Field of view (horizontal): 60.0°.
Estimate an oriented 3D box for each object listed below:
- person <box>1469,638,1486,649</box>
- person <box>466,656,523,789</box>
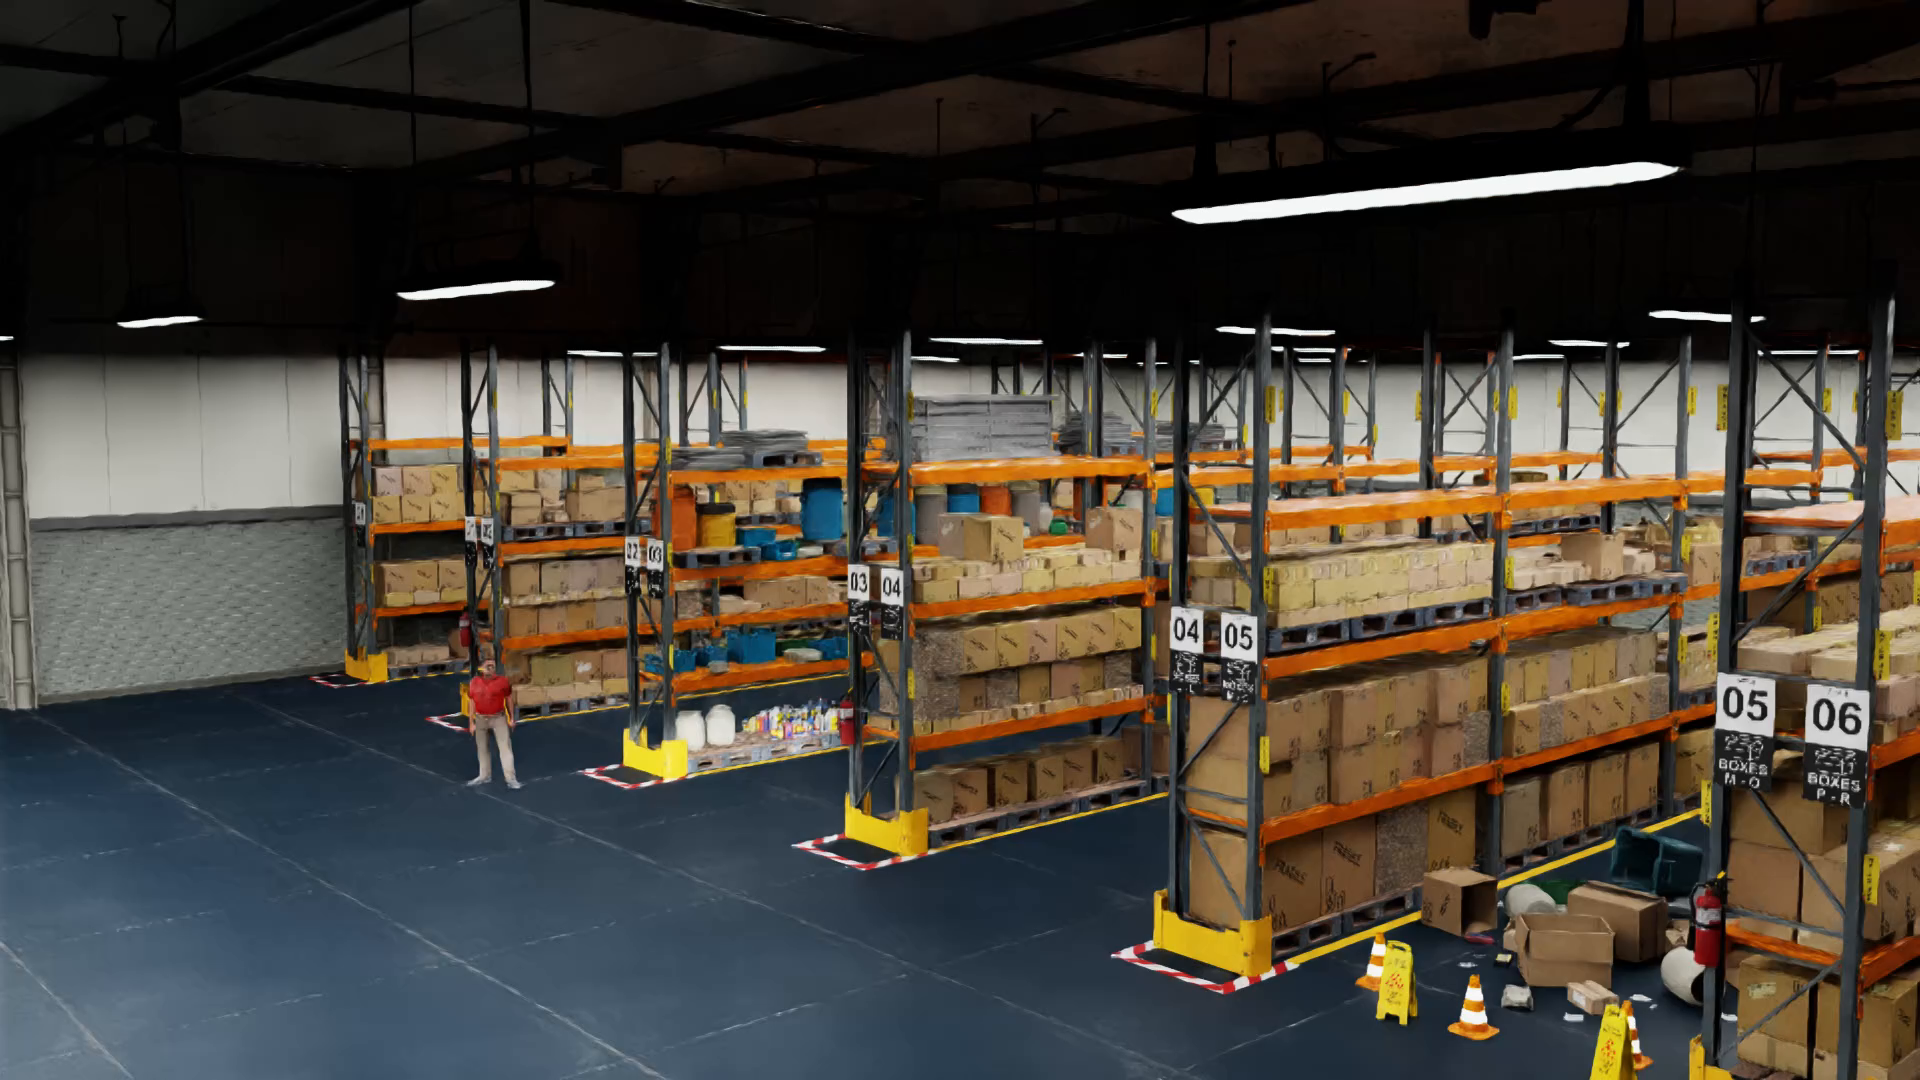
[{"bbox_3d":[7.306,2.206,23.639,0.575,1.664,0.545,-1,5,-11],"label":"person"},{"bbox_3d":[-6.060,2.363,21.607,0.772,1.719,0.582,0,5,-5],"label":"person"}]
